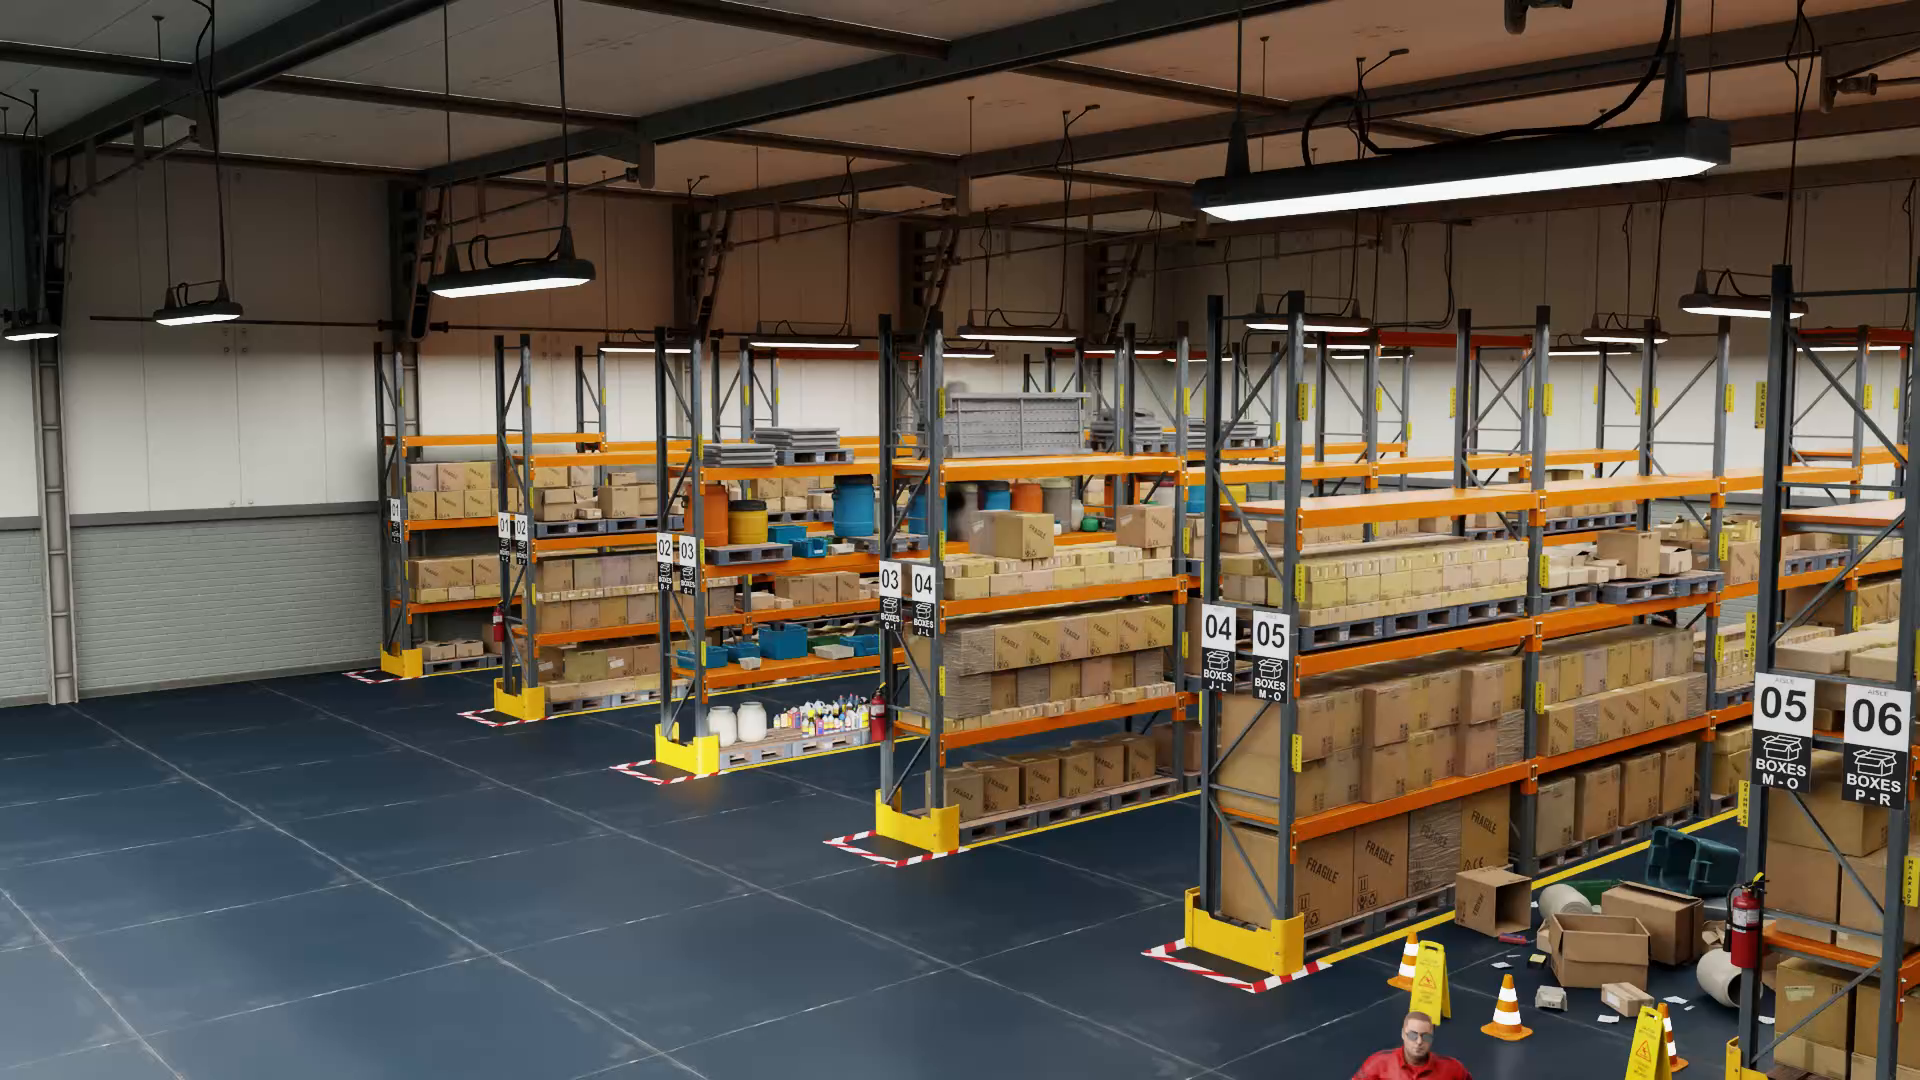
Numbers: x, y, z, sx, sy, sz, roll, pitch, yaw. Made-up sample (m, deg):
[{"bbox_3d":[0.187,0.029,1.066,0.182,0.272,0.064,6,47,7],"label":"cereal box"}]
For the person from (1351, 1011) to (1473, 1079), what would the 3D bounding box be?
[{"bbox_3d":[2.490,3.467,9.227,0.703,1.728,0.994,2,5,19],"label":"person"}]

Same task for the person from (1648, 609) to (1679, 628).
[{"bbox_3d":[12.601,1.632,29.788,0.646,1.746,0.824,-1,5,-6],"label":"person"}]

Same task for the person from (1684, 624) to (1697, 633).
[{"bbox_3d":[10.598,2.133,24.182,1.068,1.682,0.734,-5,7,-44],"label":"person"}]
